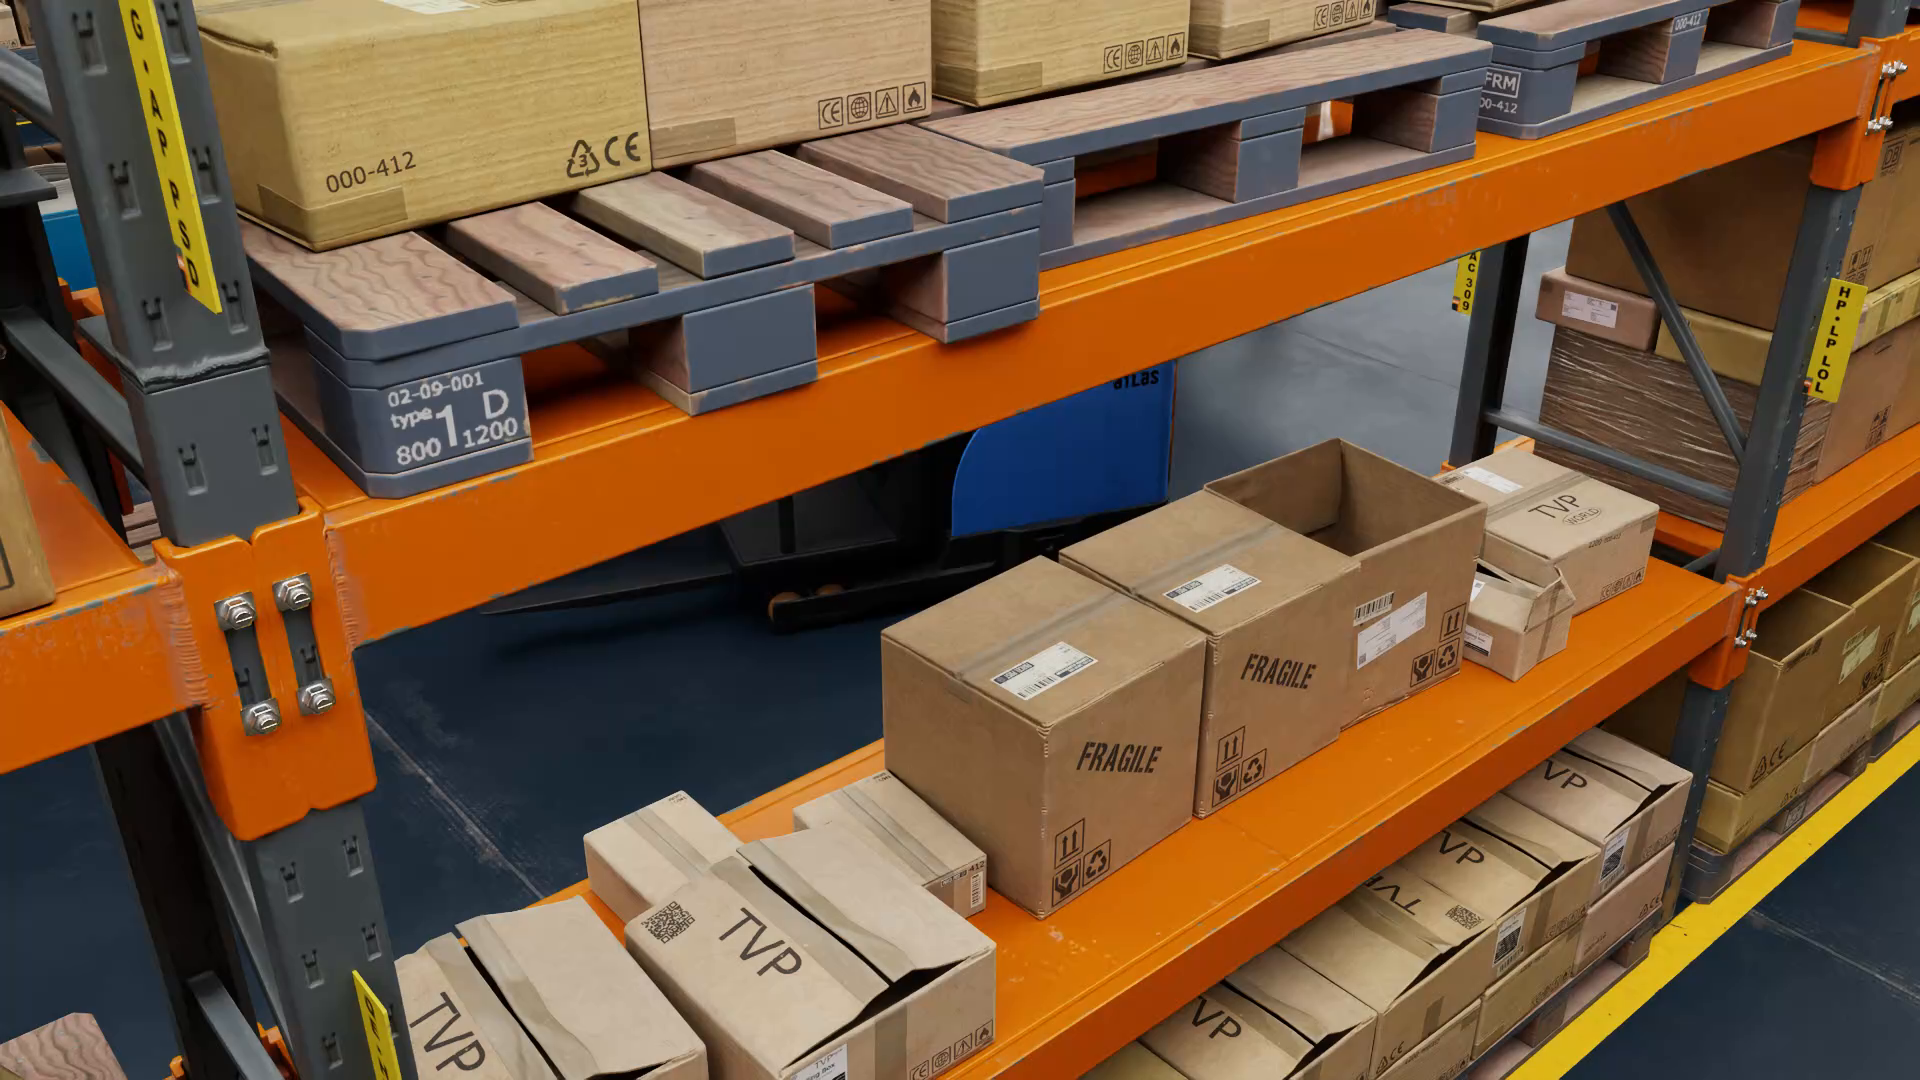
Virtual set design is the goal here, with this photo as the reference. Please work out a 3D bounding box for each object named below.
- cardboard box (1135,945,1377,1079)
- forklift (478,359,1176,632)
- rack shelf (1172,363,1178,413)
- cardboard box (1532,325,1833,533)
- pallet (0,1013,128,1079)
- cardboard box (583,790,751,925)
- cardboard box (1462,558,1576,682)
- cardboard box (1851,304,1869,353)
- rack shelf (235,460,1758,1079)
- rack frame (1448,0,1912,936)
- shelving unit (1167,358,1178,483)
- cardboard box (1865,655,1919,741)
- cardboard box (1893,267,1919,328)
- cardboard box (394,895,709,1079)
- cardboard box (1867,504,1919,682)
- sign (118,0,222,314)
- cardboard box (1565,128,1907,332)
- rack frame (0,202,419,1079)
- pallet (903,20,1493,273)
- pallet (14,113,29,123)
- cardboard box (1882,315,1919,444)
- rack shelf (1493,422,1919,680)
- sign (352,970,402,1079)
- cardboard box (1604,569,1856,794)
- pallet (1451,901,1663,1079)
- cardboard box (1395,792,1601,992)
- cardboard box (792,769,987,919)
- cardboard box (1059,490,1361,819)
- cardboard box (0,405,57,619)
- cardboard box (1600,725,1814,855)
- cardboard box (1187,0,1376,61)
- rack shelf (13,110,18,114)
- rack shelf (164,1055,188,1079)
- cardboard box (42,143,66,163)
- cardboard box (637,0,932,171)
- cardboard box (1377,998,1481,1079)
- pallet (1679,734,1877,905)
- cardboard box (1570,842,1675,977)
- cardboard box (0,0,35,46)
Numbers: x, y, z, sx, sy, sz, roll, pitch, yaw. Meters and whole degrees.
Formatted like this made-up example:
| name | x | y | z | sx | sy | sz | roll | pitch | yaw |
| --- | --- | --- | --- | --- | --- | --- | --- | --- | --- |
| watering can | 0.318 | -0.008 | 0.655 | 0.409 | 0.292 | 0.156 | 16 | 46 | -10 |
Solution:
| name | x | y | z | sx | sy | sz | roll | pitch | yaw |
| --- | --- | --- | --- | --- | --- | --- | --- | --- | --- |
| cardboard box | 0.676 | 1.229 | 4.145 | 0.500 | 0.311 | 0.500 | -22 | 35 | -36 |
| forklift | -0.630 | -1.186 | 6.860 | 3.031 | 2.935 | 1.130 | -10 | 30 | -17 |
| rack shelf | 0.896 | -0.704 | 7.973 | 0.215 | 0.259 | 0.240 | 14 | 32 | 24 |
| cardboard box | 2.289 | -0.426 | 5.258 | 0.500 | 0.500 | 0.700 | -23 | 36 | -36 |
| pallet | -1.557 | 1.297 | 2.344 | 1.003 | 0.211 | 1.213 | -22 | 35 | -35 |
| cardboard box | -0.582 | 0.717 | 3.493 | 0.250 | 0.149 | 0.380 | -22 | 35 | -35 |
| cardboard box | 1.406 | 0.151 | 4.428 | 0.258 | 0.266 | 0.396 | -23 | 36 | -36 |
| cardboard box | 2.477 | -0.663 | 5.014 | 0.250 | 0.149 | 0.380 | -21 | 35 | -34 |
| rack shelf | 0.434 | 0.686 | 4.048 | 4.000 | 0.370 | 1.077 | -22 | 35 | -35 |
| rack frame | 1.956 | -0.244 | 5.023 | 0.127 | 3.000 | 1.000 | -22 | 35 | -35 |
| shelving unit | 0.896 | -0.714 | 7.968 | 0.215 | 1.050 | 0.252 | 14 | 32 | 24 |
| cardboard box | 3.273 | 0.449 | 6.200 | 0.500 | 0.250 | 0.500 | -22 | 35 | -35 |
| cardboard box | 2.871 | -0.824 | 5.314 | 0.250 | 0.149 | 0.380 | -22 | 35 | -35 |
| cardboard box | -0.782 | 0.924 | 2.933 | 0.500 | 0.311 | 0.500 | -19 | 34 | -32 |
| cardboard box | 3.273 | 0.118 | 6.024 | 0.500 | 0.500 | 0.500 | -22 | 35 | -35 |
| sign | -0.736 | -0.376 | 1.539 | 0.005 | 0.325 | 0.100 | -22 | 35 | -35 |
| cardboard box | 2.289 | -0.998 | 4.952 | 0.500 | 0.500 | 0.700 | -22 | 35 | -35 |
| rack frame | -1.087 | 0.980 | 2.734 | 0.127 | 3.000 | 1.000 | -22 | 35 | -35 |
| pallet | 0.220 | -0.842 | 3.162 | 1.213 | 0.211 | 1.003 | -20 | 34 | -33 |
| pallet | -8.151 | -4.113 | 15.223 | 1.213 | 0.211 | 1.003 | -22 | 35 | -35 |
| cardboard box | 3.071 | -0.741 | 5.849 | 0.500 | 0.500 | 0.700 | -21 | 35 | -34 |
| rack shelf | 3.477 | -0.538 | 6.338 | 4.000 | 0.370 | 1.077 | -22 | 35 | -35 |
| sign | -0.728 | 0.696 | 2.121 | 0.005 | 0.325 | 0.100 | -22 | 35 | -35 |
| cardboard box | 2.512 | 0.424 | 5.451 | 0.500 | 0.500 | 0.500 | -22 | 35 | -35 |
| pallet | 1.421 | 1.226 | 5.233 | 1.213 | 0.211 | 1.003 | -22 | 35 | -35 |
| cardboard box | 1.442 | 0.925 | 4.714 | 0.500 | 0.311 | 0.500 | -21 | 34 | -34 |
| cardboard box | -0.153 | 0.681 | 3.561 | 0.250 | 0.149 | 0.380 | -19 | 34 | -31 |
| cardboard box | 0.579 | 0.256 | 3.983 | 0.500 | 0.500 | 0.500 | -22 | 35 | -35 |
| cardboard box | -1.397 | -0.241 | 1.731 | 0.500 | 0.500 | 0.910 | -22 | 35 | -35 |
| cardboard box | 2.505 | 0.751 | 5.634 | 0.500 | 0.250 | 0.500 | -22 | 35 | -35 |
| cardboard box | 0.462 | -1.123 | 3.199 | 0.500 | 0.250 | 0.500 | 25 | 37 | 38 |
| rack shelf | -5.992 | -2.868 | 10.697 | 4.000 | 0.370 | 1.077 | -22 | 35 | -35 |
| rack shelf | -2.609 | 1.909 | 1.758 | 4.000 | 0.370 | 1.077 | -22 | 35 | -35 |
| cardboard box | -5.752 | -2.398 | 11.240 | 0.700 | 0.500 | 0.500 | 25 | 37 | 38 |
| cardboard box | -0.391 | -0.788 | 2.573 | 0.500 | 0.250 | 0.500 | -21 | 34 | -34 |
| cardboard box | 1.054 | 1.325 | 4.559 | 0.500 | 0.250 | 0.500 | -21 | 35 | -34 |
| pallet | 2.588 | 0.758 | 6.108 | 1.213 | 0.211 | 1.003 | -22 | 35 | -35 |
| cardboard box | 1.829 | 1.015 | 5.141 | 0.500 | 0.250 | 0.500 | -22 | 35 | -35 |
| cardboard box | -5.730 | -3.464 | 10.494 | 0.637 | 0.503 | 0.797 | -18 | 33 | -30 |
